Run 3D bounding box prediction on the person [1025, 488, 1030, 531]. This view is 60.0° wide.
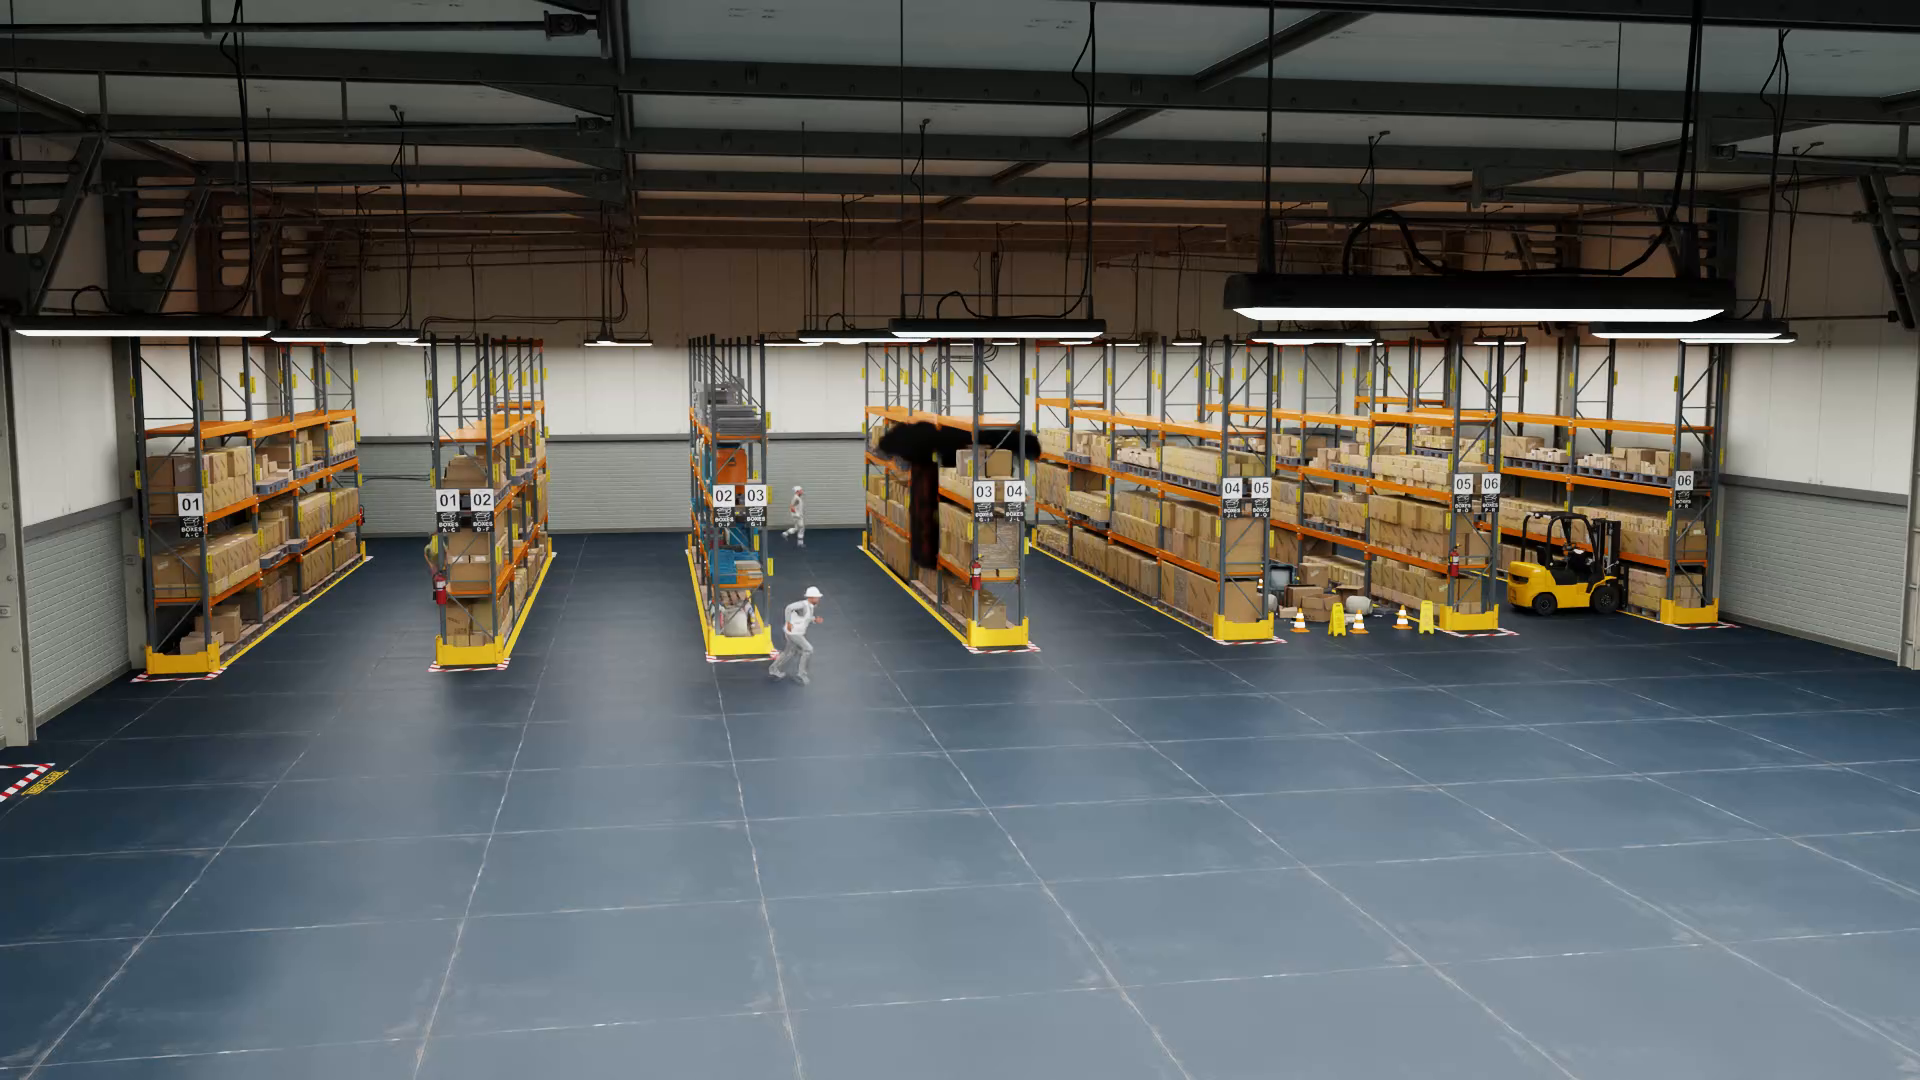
[{"bbox_3d":[1.880,-1.004,51.034,0.668,1.793,0.836,4,8,33],"label":"person"}]

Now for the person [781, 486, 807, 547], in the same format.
[{"bbox_3d":[-4.829,-0.680,48.307,0.779,1.791,0.653,0,7,0],"label":"person"}]

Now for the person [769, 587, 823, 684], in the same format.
[{"bbox_3d":[-2.841,1.652,28.602,1.003,1.715,0.701,2,7,15],"label":"person"}]

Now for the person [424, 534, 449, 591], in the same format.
[{"bbox_3d":[-12.015,0.598,38.252,0.613,1.505,0.827,-3,7,-28],"label":"person"}]
